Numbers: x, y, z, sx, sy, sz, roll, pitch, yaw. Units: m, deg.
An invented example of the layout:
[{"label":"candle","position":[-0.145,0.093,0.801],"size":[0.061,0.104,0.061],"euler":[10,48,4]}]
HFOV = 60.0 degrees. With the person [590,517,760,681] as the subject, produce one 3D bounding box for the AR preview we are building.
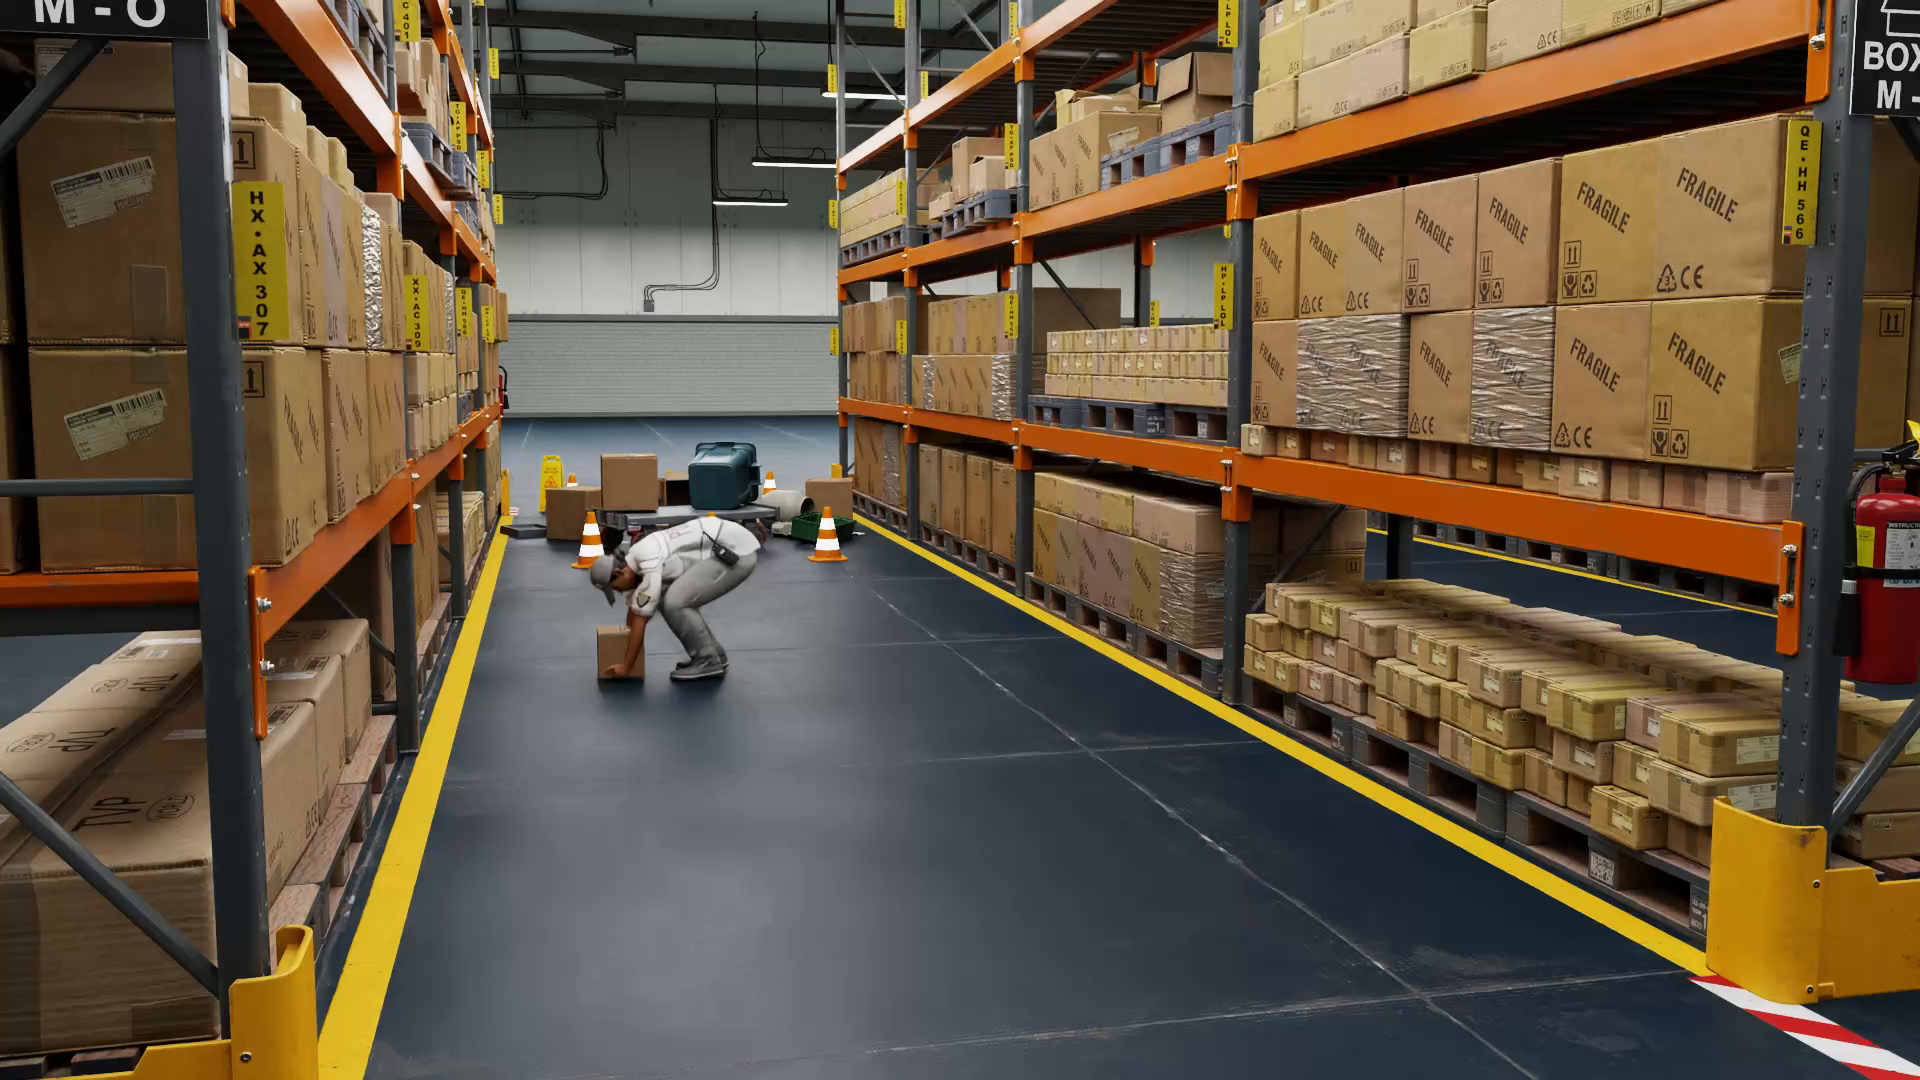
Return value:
[{"label":"person","position":[-1.598,0.324,9.299],"size":[0.915,0.887,0.508],"euler":[-2,6,-16]}]
